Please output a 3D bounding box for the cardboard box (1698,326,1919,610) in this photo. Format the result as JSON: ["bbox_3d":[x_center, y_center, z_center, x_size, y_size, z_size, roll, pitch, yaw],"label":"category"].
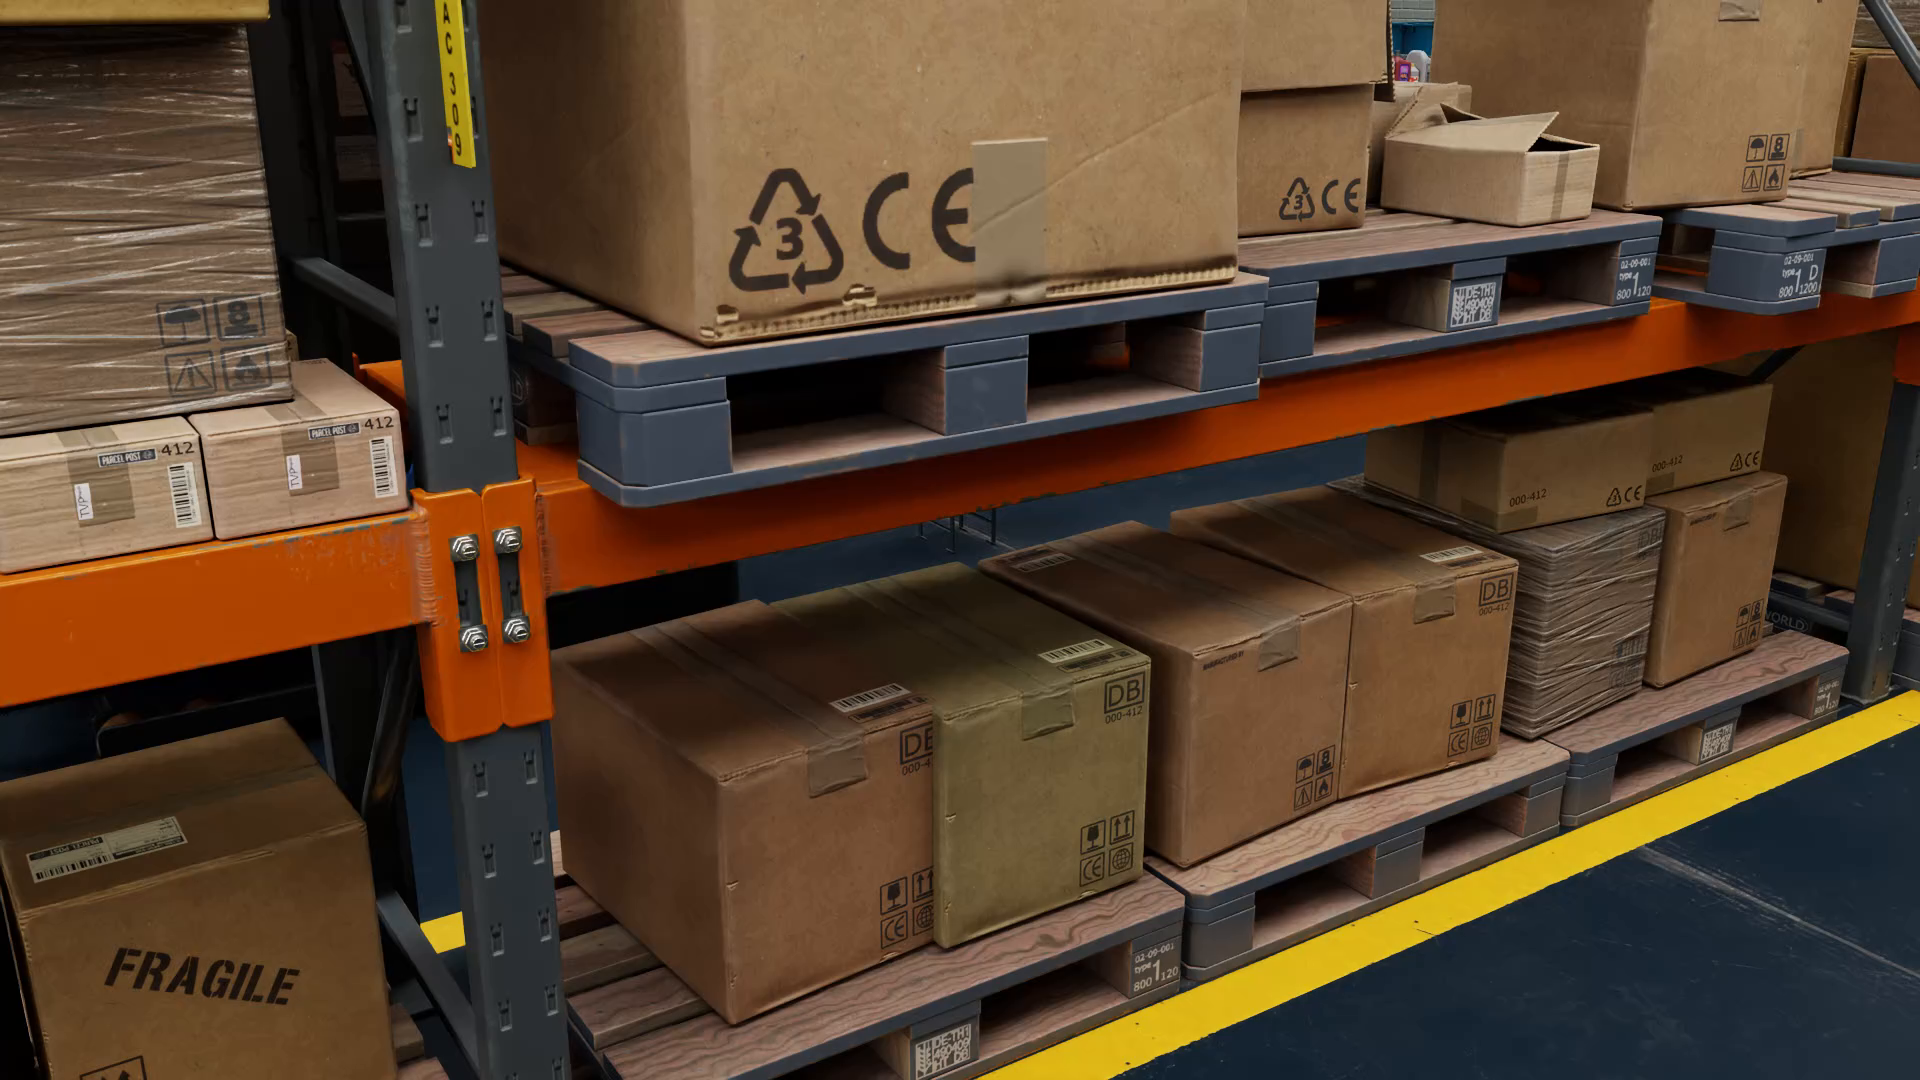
[{"bbox_3d":[2.978,-0.387,5.368,0.875,0.875,1.225,-13,23,-34],"label":"cardboard box"}]

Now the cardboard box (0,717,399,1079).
[{"bbox_3d":[-1.306,0.671,2.824,0.500,0.500,0.500,-13,22,-33],"label":"cardboard box"}]

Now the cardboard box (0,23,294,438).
[{"bbox_3d":[-1.360,-0.500,2.418,0.500,0.500,0.875,-12,22,-31],"label":"cardboard box"}]

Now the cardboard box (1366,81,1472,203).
[{"bbox_3d":[0.864,-0.973,4.017,0.500,0.250,0.500,-13,22,-33],"label":"cardboard box"}]

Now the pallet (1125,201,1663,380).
[{"bbox_3d":[0.760,-0.628,3.719,1.213,0.211,1.003,-12,22,-31],"label":"pallet"}]

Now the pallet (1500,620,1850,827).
[{"bbox_3d":[1.737,0.380,4.792,1.213,0.211,1.003,-12,22,-31],"label":"pallet"}]

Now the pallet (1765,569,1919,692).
[{"bbox_3d":[3.090,0.124,5.549,1.213,0.211,1.003,-12,22,-31],"label":"pallet"}]

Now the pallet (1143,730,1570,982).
[{"bbox_3d":[0.719,0.593,4.160,1.213,0.211,1.003,-12,22,-31],"label":"pallet"}]

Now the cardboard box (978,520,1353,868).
[{"bbox_3d":[0.450,0.322,3.826,0.500,0.500,0.700,-14,23,-36],"label":"cardboard box"}]

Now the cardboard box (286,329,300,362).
[{"bbox_3d":[-1.295,-0.298,2.834,0.250,0.149,0.380,-12,22,-31],"label":"cardboard box"}]

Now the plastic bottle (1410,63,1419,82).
[{"bbox_3d":[2.774,-2.830,10.243,0.097,0.201,0.097,0,19,0],"label":"plastic bottle"}]

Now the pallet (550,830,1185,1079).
[{"bbox_3d":[-0.301,0.809,3.521,1.213,0.211,1.003,-12,22,-31],"label":"pallet"}]

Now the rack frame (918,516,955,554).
[{"bbox_3d":[-0.089,-0.550,5.997,0.006,1.200,0.240,-12,22,-31],"label":"rack frame"}]

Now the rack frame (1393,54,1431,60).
[{"bbox_3d":[3.007,-3.108,10.754,0.127,3.000,1.000,-12,22,-31],"label":"rack frame"}]

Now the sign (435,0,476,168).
[{"bbox_3d":[-0.646,-0.640,2.104,0.005,0.325,0.100,-12,22,-31],"label":"sign"}]

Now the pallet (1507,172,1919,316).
[{"bbox_3d":[1.854,-0.834,4.327,1.003,0.211,1.213,-12,22,-31],"label":"pallet"}]

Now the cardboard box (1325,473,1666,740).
[{"bbox_3d":[1.386,0.122,4.417,0.500,0.500,0.700,-14,23,-36],"label":"cardboard box"}]

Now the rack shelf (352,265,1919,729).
[{"bbox_3d":[0.720,-0.385,3.825,4.000,0.370,1.077,-12,22,-31],"label":"rack shelf"}]

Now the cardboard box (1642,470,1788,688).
[{"bbox_3d":[1.842,0.021,4.717,0.500,0.500,0.700,-13,23,-34],"label":"cardboard box"}]

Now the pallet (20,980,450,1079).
[{"bbox_3d":[-1.492,1.075,2.736,1.213,0.211,1.003,-12,22,-31],"label":"pallet"}]

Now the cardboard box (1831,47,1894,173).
[{"bbox_3d":[2.666,-1.279,5.189,0.500,0.500,0.500,-11,22,-30],"label":"cardboard box"}]

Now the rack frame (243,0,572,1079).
[{"bbox_3d":[-0.950,-0.374,2.668,0.127,3.000,1.000,-12,22,-31],"label":"rack frame"}]

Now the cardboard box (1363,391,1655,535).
[{"bbox_3d":[1.410,-0.236,4.304,0.500,0.250,0.500,-9,21,-25],"label":"cardboard box"}]

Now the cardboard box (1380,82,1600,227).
[{"bbox_3d":[1.146,-0.848,3.623,0.258,0.266,0.396,-13,22,-33],"label":"cardboard box"}]

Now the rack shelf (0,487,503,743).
[{"bbox_3d":[-2.621,0.319,1.741,4.000,0.370,1.077,-12,22,-31],"label":"rack shelf"}]

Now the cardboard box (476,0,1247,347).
[{"bbox_3d":[-0.210,-0.960,2.807,1.000,1.000,1.000,-12,22,-31],"label":"cardboard box"}]

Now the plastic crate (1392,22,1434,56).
[{"bbox_3d":[3.209,-3.302,11.260,0.575,0.384,0.392,-12,22,-31],"label":"plastic crate"}]

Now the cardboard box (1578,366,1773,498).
[{"bbox_3d":[1.847,-0.332,4.589,0.500,0.250,0.500,-11,22,-29],"label":"cardboard box"}]

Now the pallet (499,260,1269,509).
[{"bbox_3d":[-0.232,-0.379,2.981,1.213,0.211,1.003,-12,22,-31],"label":"pallet"}]

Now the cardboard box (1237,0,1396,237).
[{"bbox_3d":[0.447,-0.952,3.560,0.637,0.503,0.797,-9,21,-26],"label":"cardboard box"}]

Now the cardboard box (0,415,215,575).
[{"bbox_3d":[-1.182,-0.097,2.240,0.250,0.149,0.380,-12,22,-31],"label":"cardboard box"}]

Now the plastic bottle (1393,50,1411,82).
[{"bbox_3d":[2.688,-2.844,10.155,0.133,0.283,0.061,-12,22,-31],"label":"plastic bottle"}]

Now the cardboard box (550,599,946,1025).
[{"bbox_3d":[-0.426,0.499,3.300,0.500,0.500,0.700,-14,23,-36],"label":"cardboard box"}]

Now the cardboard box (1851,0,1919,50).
[{"bbox_3d":[3.010,-1.726,4.943,0.637,0.503,0.797,-11,22,-30],"label":"cardboard box"}]

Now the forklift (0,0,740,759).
[{"bbox_3d":[-2.224,-0.956,4.496,3.031,2.935,1.130,-11,22,-30],"label":"forklift"}]

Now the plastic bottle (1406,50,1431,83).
[{"bbox_3d":[2.856,-2.893,10.313,0.135,0.276,0.152,-12,22,-31],"label":"plastic bottle"}]

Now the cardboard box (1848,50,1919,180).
[{"bbox_3d":[2.946,-1.139,4.774,0.500,0.500,0.500,-11,22,-30],"label":"cardboard box"}]

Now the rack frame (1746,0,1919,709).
[{"bbox_3d":[2.390,-1.079,4.752,0.127,3.000,1.000,-12,22,-31],"label":"rack frame"}]

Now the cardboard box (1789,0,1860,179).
[{"bbox_3d":[1.961,-1.219,4.355,0.500,0.500,0.500,-15,24,-38],"label":"cardboard box"}]

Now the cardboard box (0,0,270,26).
[{"bbox_3d":[-1.175,-0.883,1.992,0.500,0.500,0.500,-12,22,-31],"label":"cardboard box"}]

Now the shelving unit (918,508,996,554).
[{"bbox_3d":[-0.012,-0.566,6.045,0.189,1.200,0.258,-12,22,-31],"label":"shelving unit"}]

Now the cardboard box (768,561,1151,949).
[{"bbox_3d":[-0.017,0.420,3.534,0.500,0.500,0.700,-12,22,-32],"label":"cardboard box"}]

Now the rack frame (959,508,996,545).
[{"bbox_3d":[0.064,-0.582,6.093,0.006,1.200,0.240,-12,22,-31],"label":"rack frame"}]

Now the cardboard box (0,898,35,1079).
[{"bbox_3d":[-1.781,0.774,2.519,0.500,0.500,0.500,-5,19,-14],"label":"cardboard box"}]

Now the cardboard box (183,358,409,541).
[{"bbox_3d":[-0.968,-0.139,2.363,0.250,0.149,0.380,-12,22,-31],"label":"cardboard box"}]

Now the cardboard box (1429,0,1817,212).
[{"bbox_3d":[1.550,-1.094,3.985,0.500,0.500,0.700,-8,20,-23],"label":"cardboard box"}]

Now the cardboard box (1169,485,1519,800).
[{"bbox_3d":[0.916,0.223,4.117,0.500,0.500,0.700,-10,21,-27],"label":"cardboard box"}]
